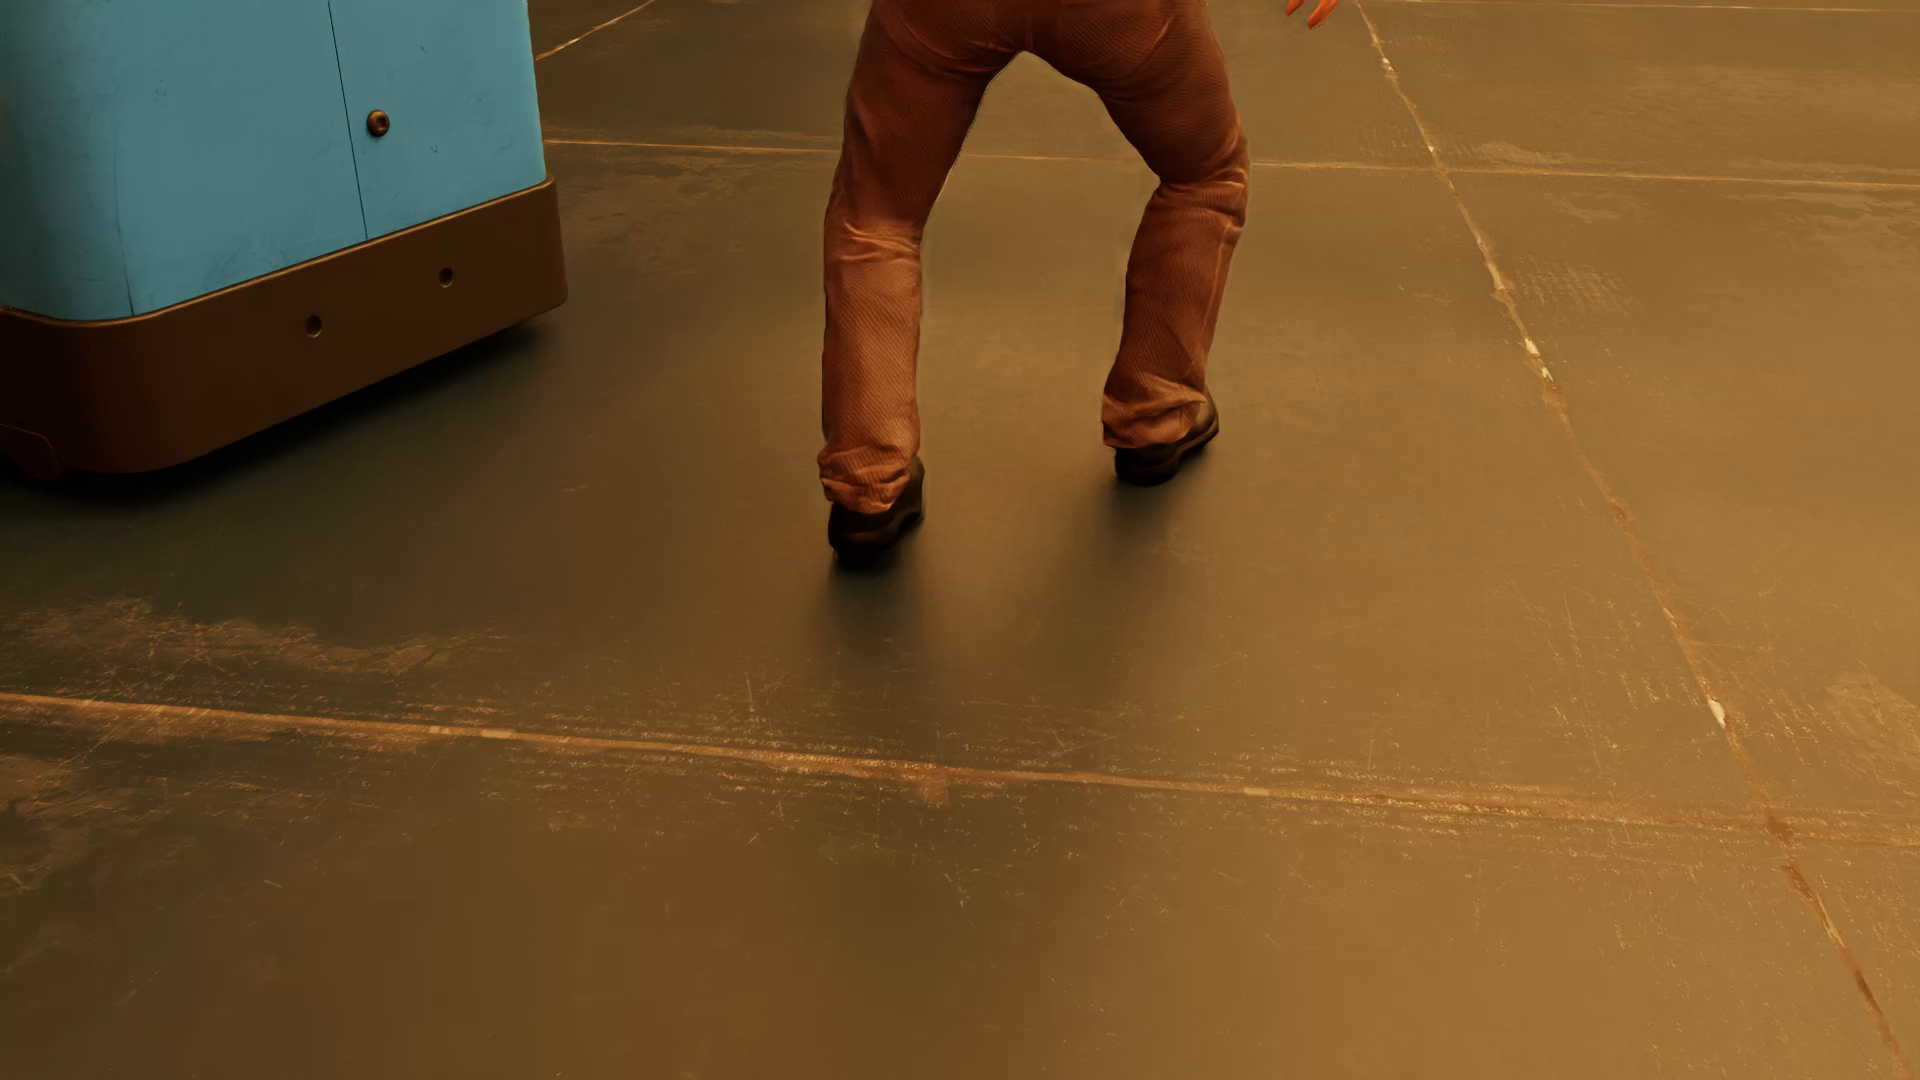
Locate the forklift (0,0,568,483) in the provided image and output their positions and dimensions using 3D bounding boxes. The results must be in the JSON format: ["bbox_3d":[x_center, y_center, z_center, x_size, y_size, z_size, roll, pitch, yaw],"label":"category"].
[{"bbox_3d":[-2.319,-1.860,2.946,3.031,2.935,1.130,14,30,26],"label":"forklift"}]

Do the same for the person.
[{"bbox_3d":[0.180,-0.837,2.380,0.758,1.608,0.842,2,27,5],"label":"person"}]
